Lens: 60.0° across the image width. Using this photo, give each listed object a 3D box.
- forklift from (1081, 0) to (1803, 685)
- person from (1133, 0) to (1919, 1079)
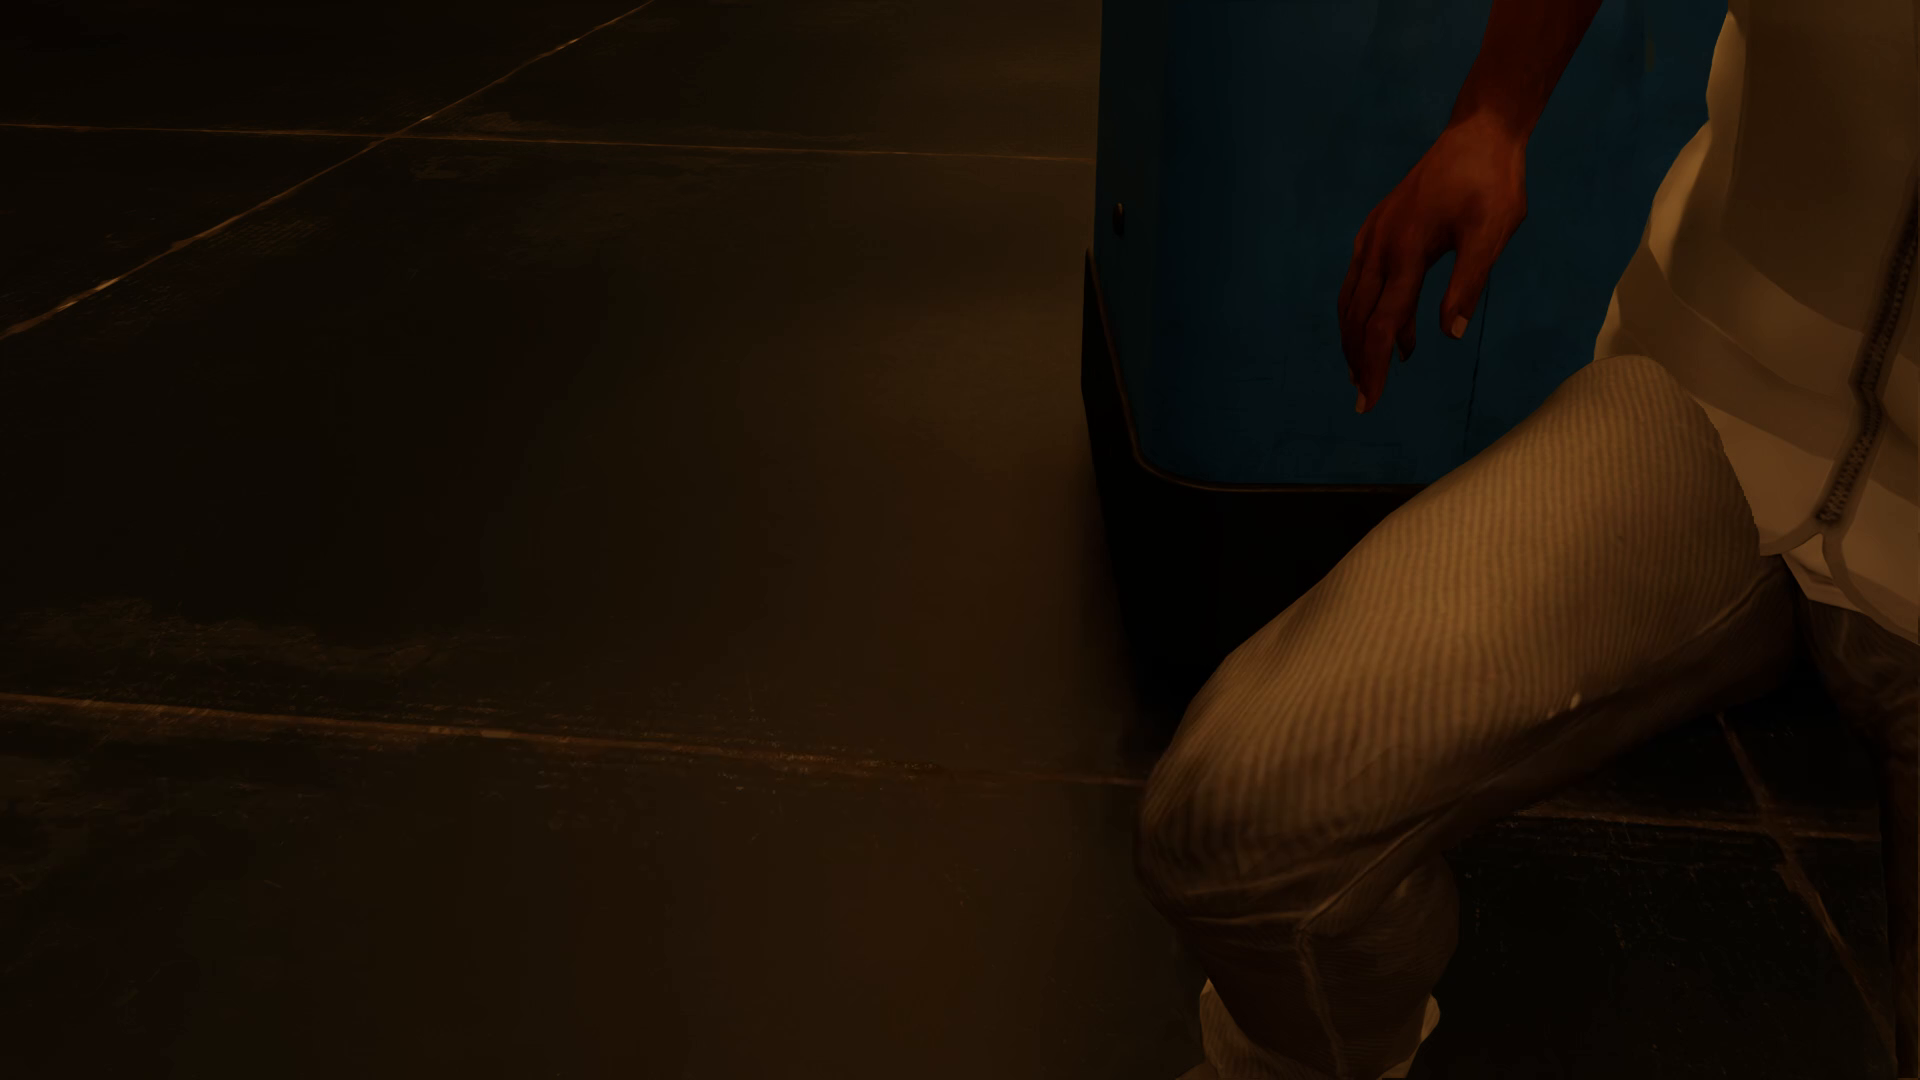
[{"bbox_3d":[1.724,-1.323,1.869,3.031,2.935,1.130,0,27,0],"label":"forklift"},{"bbox_3d":[0.486,0.035,0.821,0.681,1.514,0.836,-21,33,-36],"label":"person"}]
